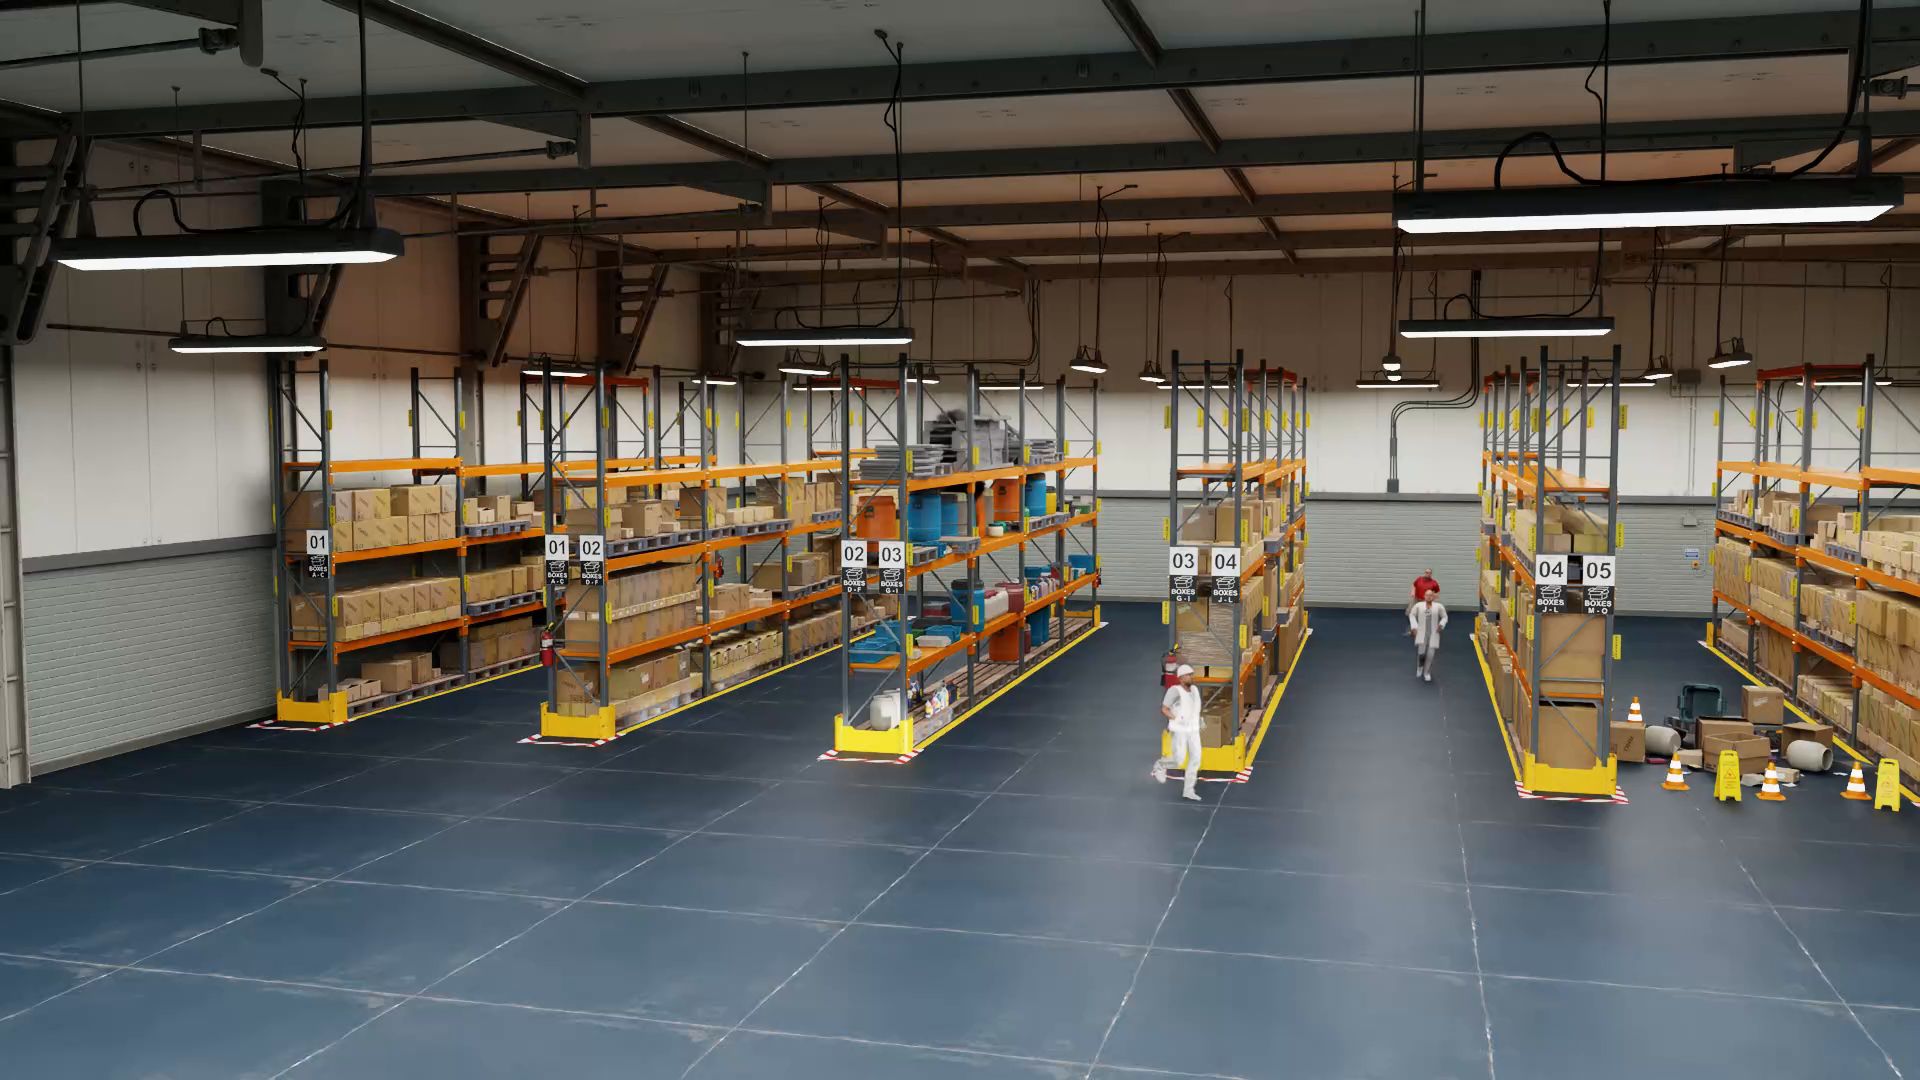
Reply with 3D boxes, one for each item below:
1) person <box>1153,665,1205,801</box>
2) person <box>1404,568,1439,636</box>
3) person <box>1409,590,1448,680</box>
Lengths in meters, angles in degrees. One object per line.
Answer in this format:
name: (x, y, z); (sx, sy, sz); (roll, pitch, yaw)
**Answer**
person: (2.974, 2.544, 22.182); (0.690, 1.770, 0.863); (-3, 5, -34)
person: (10.636, 1.440, 38.480); (0.828, 1.602, 0.519); (4, 6, 44)
person: (9.024, 1.830, 32.017); (0.723, 1.746, 0.629); (1, 4, 14)
